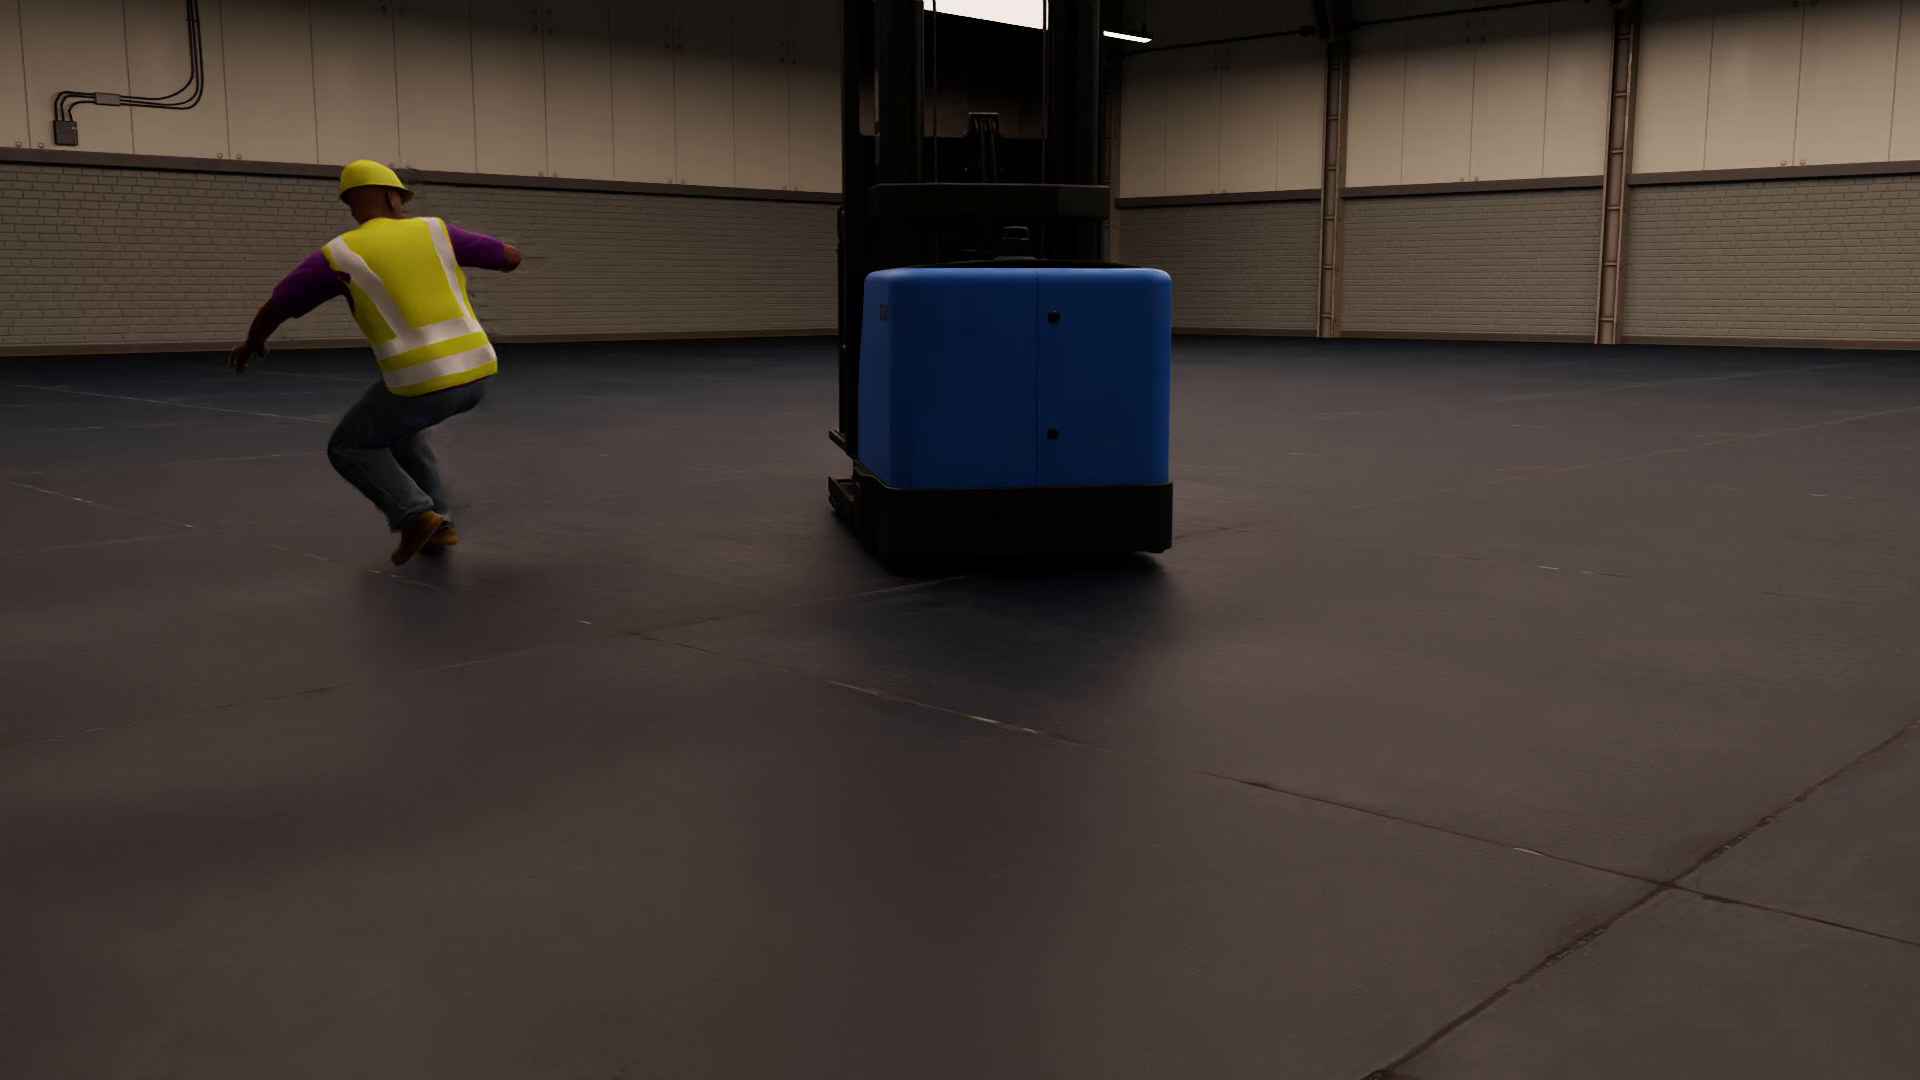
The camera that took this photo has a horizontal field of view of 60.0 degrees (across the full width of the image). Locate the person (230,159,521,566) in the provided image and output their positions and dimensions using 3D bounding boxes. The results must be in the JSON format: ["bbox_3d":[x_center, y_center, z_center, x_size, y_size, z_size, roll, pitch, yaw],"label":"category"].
[{"bbox_3d":[-2.154,-0.670,6.246,0.991,1.477,0.837,6,10,35],"label":"person"}]

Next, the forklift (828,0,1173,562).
[{"bbox_3d":[0.010,-1.550,7.165,1.130,2.935,3.031,-2,9,-10],"label":"forklift"}]
